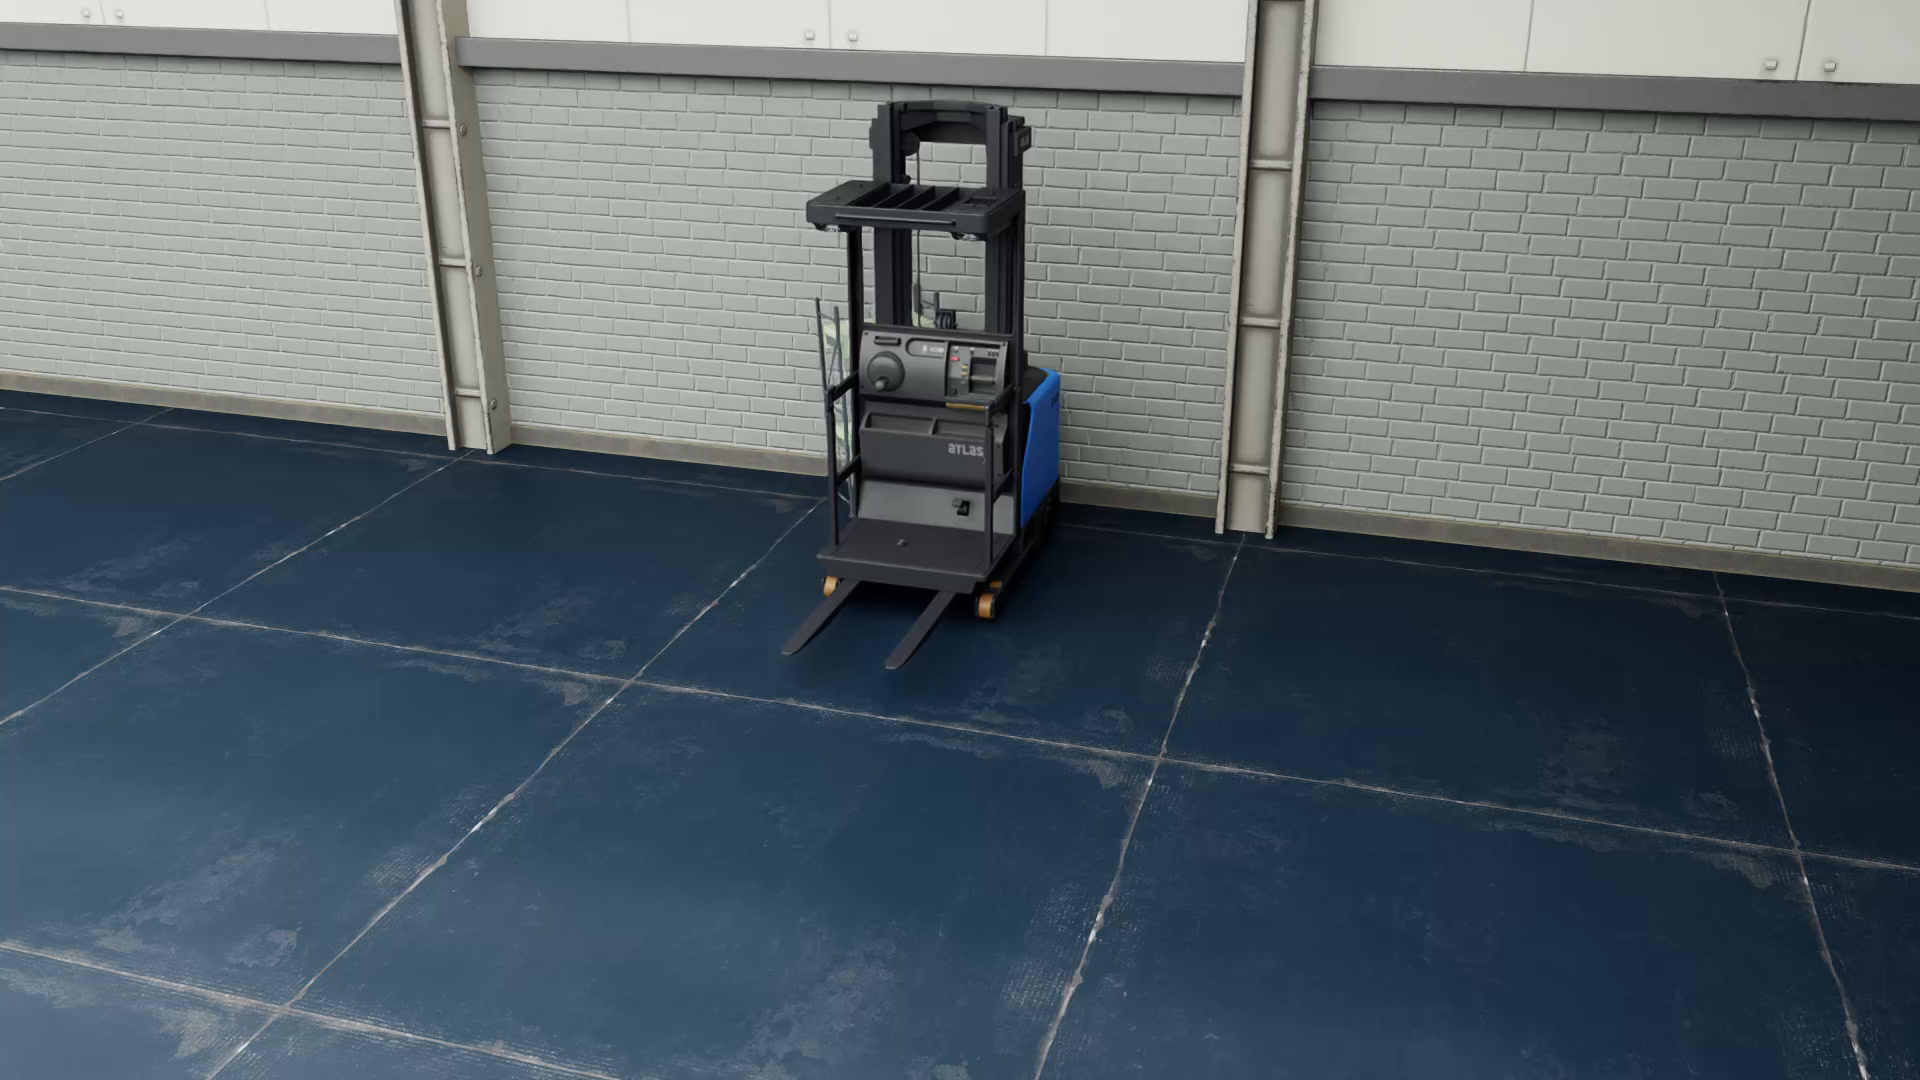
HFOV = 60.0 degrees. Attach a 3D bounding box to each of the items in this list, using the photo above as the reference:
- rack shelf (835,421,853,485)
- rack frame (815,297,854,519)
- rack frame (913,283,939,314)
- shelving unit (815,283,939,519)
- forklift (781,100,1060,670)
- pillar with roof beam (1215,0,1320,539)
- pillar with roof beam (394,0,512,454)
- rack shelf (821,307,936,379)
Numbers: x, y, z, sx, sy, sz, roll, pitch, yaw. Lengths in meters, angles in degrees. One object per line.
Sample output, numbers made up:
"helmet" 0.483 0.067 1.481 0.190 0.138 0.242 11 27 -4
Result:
"rack shelf" -0.511 -0.669 11.734 0.720 0.370 0.431 -12 22 -22
"rack frame" -0.861 -0.903 11.483 0.023 1.500 0.400 -12 22 -22
"rack frame" -0.198 -1.045 11.760 0.023 1.500 0.400 -12 22 -22
"shelving unit" -0.529 -0.974 11.622 0.755 1.500 0.431 -12 22 -22
"forklift" -0.224 -1.039 9.941 1.130 2.935 3.031 7 23 16
"pillar with roof beam" 0.737 -2.684 5.955 0.400 9.000 9.100 7 23 16
"pillar with roof beam" -5.007 -3.341 7.558 0.400 9.000 9.100 7 23 16
"rack shelf" -0.551 -1.340 11.487 0.720 0.370 0.431 -12 22 -22
